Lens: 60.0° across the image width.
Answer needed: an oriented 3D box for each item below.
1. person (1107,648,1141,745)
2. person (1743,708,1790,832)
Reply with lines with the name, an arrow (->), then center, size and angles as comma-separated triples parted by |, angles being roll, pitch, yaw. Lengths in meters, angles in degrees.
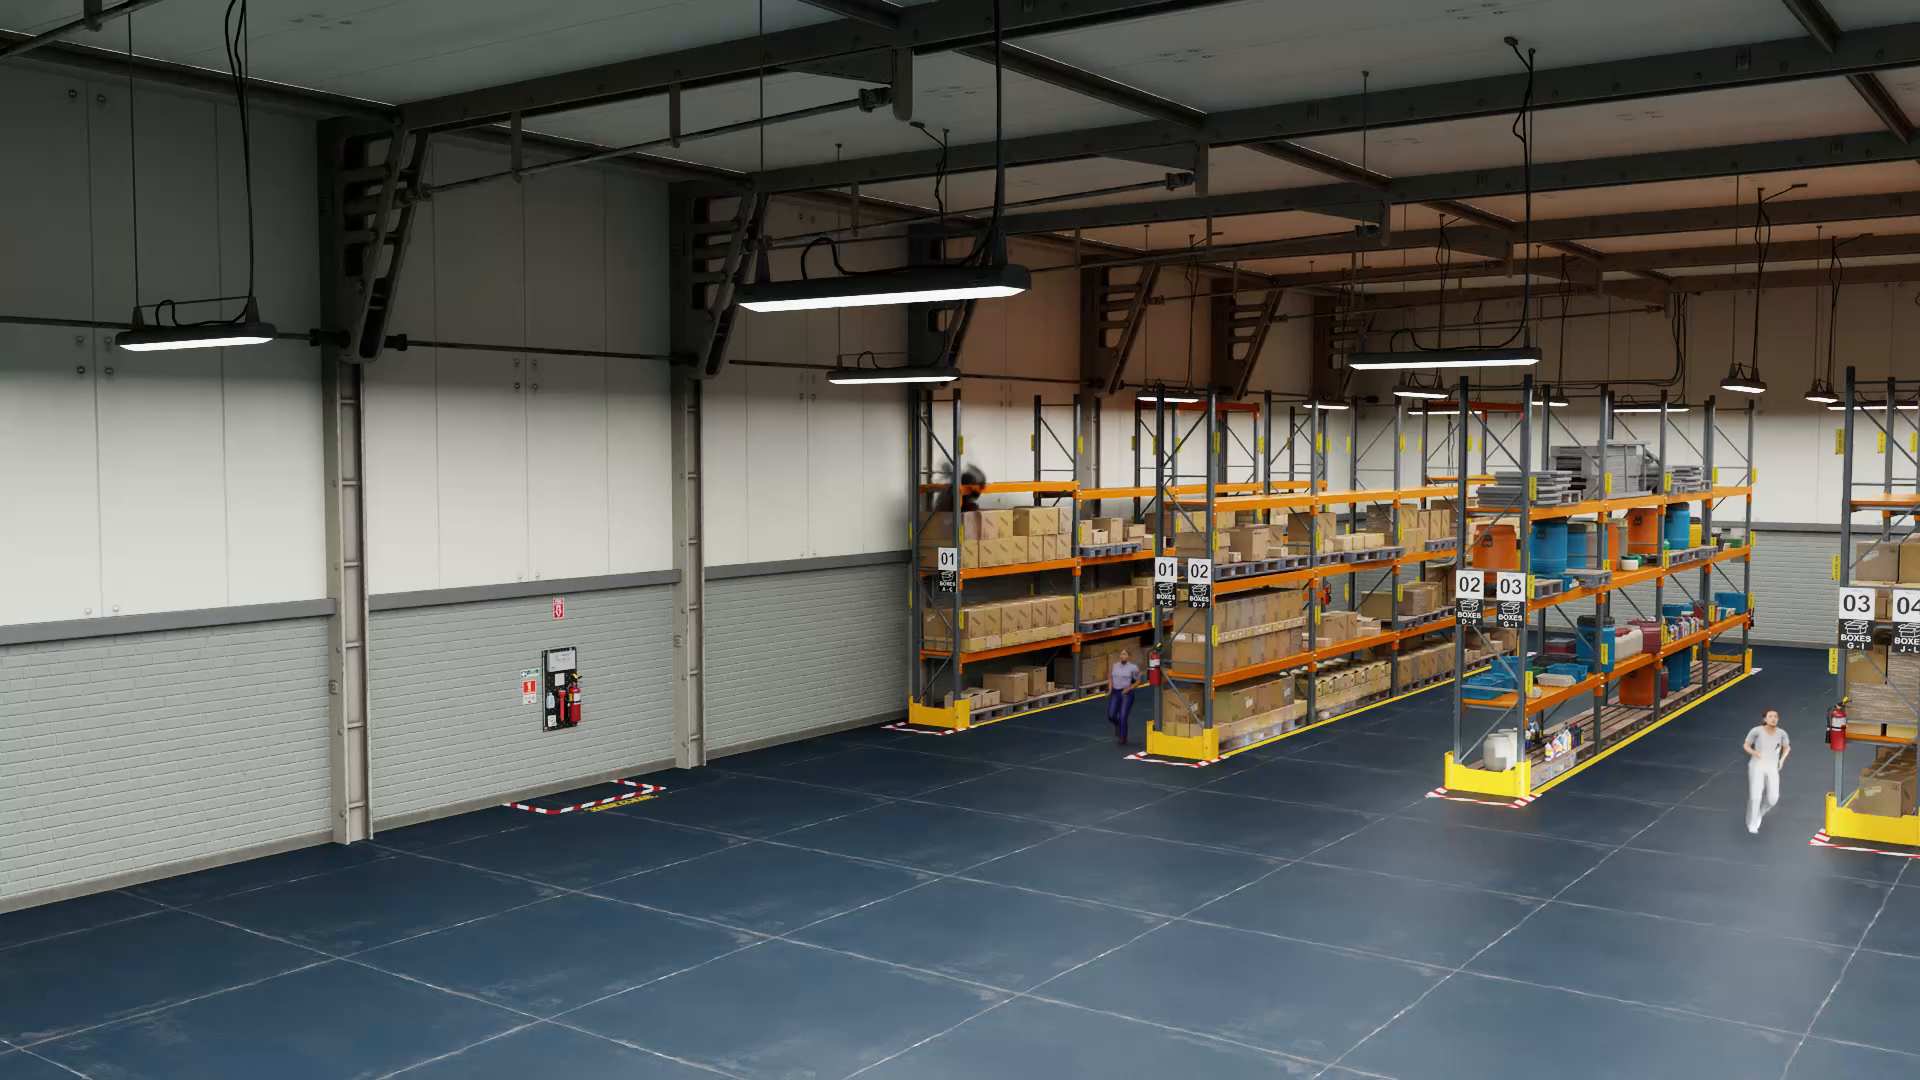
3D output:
person -> 2.728, 2.623, 27.890 | 0.583, 1.583, 0.527 | 2, 4, 27
person -> 10.412, 2.971, 21.432 | 0.581, 1.622, 0.576 | 1, 3, 14
